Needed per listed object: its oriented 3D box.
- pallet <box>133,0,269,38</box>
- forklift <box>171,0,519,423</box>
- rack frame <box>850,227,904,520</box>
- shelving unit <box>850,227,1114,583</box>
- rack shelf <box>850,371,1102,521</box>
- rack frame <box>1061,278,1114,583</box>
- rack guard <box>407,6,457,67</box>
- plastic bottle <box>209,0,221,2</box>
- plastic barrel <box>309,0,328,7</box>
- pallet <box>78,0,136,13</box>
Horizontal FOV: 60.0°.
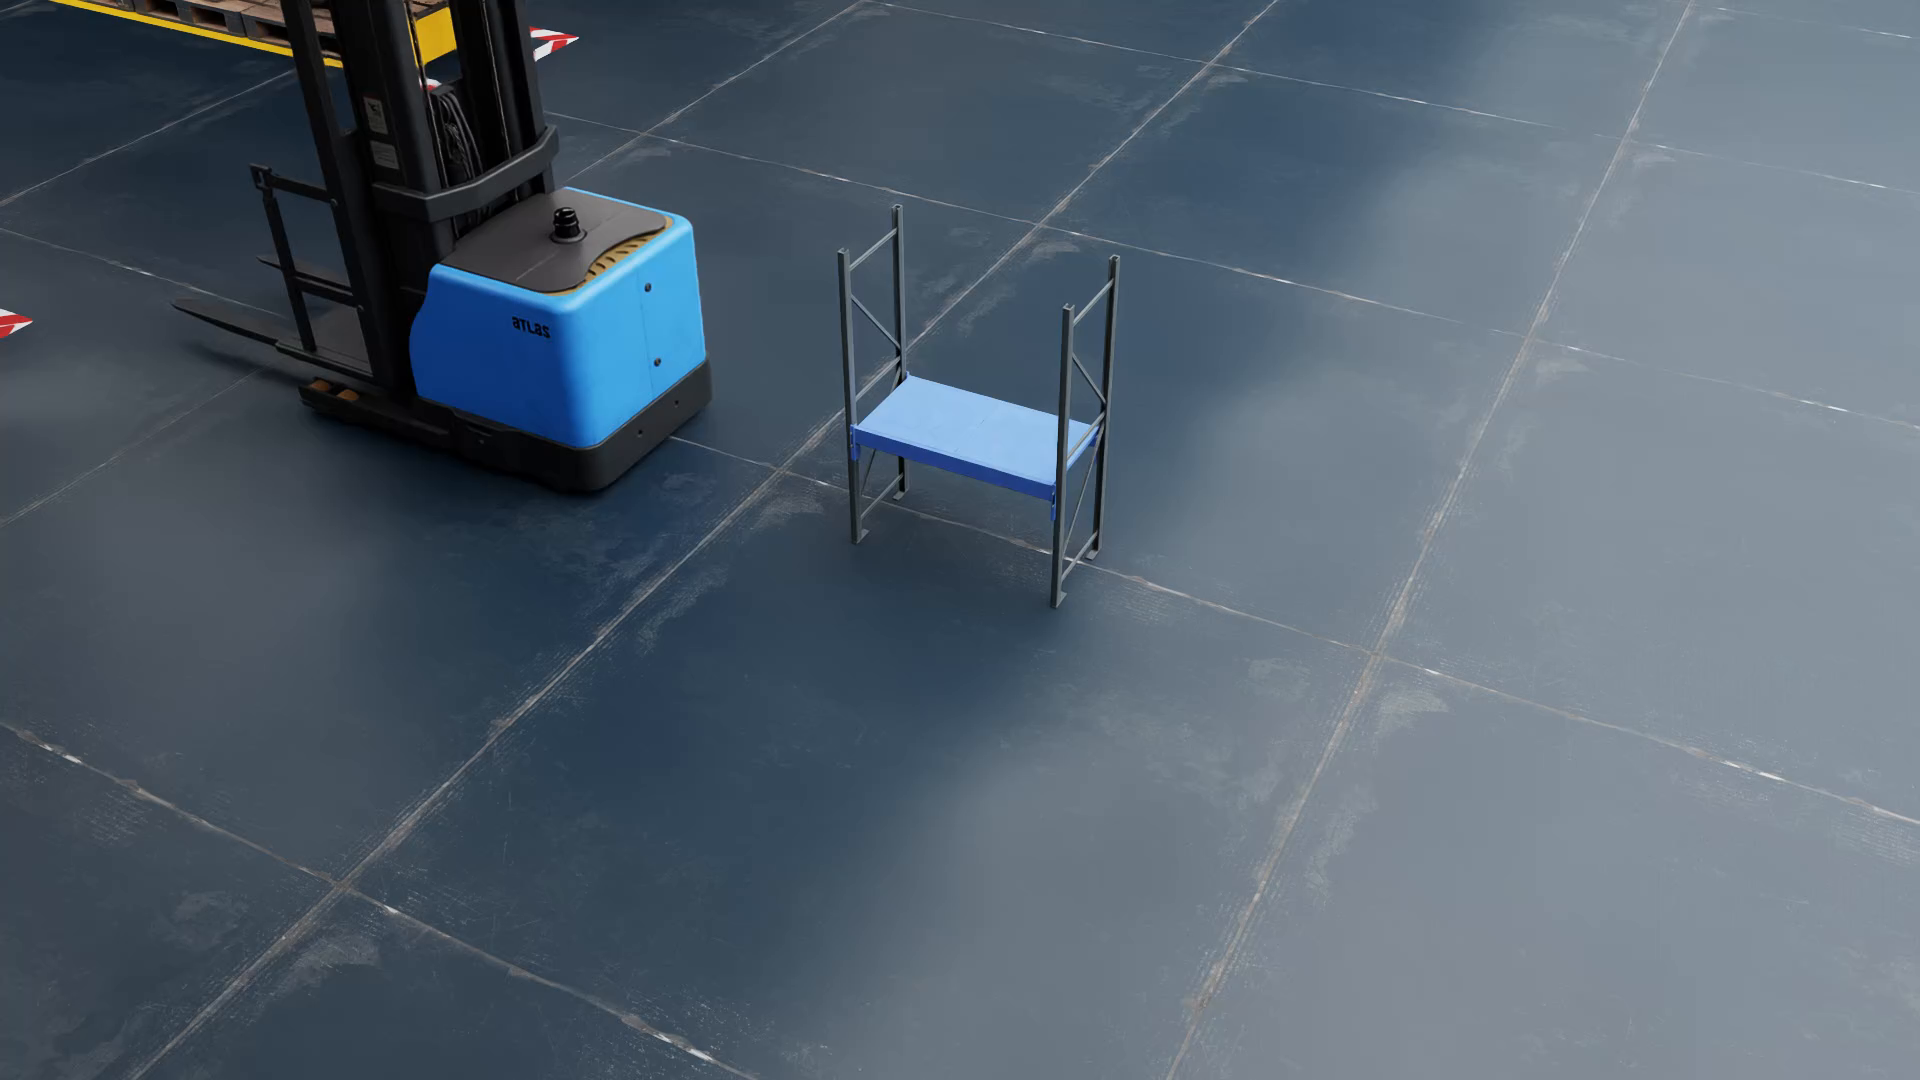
[{"bbox_3d":[-5.836,-4.396,13.366,1.213,0.211,1.003,17,41,21],"label":"pallet"},{"bbox_3d":[-2.821,-2.034,8.005,3.031,2.935,1.121,18,41,22],"label":"forklift"},{"bbox_3d":[-0.375,-0.716,7.453,0.013,1.308,0.475,17,41,21],"label":"rack frame"},{"bbox_3d":[0.076,-0.574,7.265,1.030,1.308,0.538,17,41,21],"label":"shelving unit"},{"bbox_3d":[0.076,-0.430,7.374,1.000,0.185,0.538,17,41,21],"label":"rack shelf"},{"bbox_3d":[0.528,-0.433,7.080,0.013,1.308,0.475,17,41,21],"label":"rack frame"},{"bbox_3d":[-4.038,-3.942,12.530,0.348,0.500,1.175,17,41,21],"label":"rack guard"},{"bbox_3d":[-5.781,-4.278,12.855,0.097,0.201,0.097,0,37,0],"label":"plastic bottle"},{"bbox_3d":[-5.013,-4.399,12.775,0.421,0.512,0.421,0,37,0],"label":"plastic barrel"},{"bbox_3d":[-6.923,-4.734,13.812,1.213,0.211,1.003,17,41,21],"label":"pallet"}]
